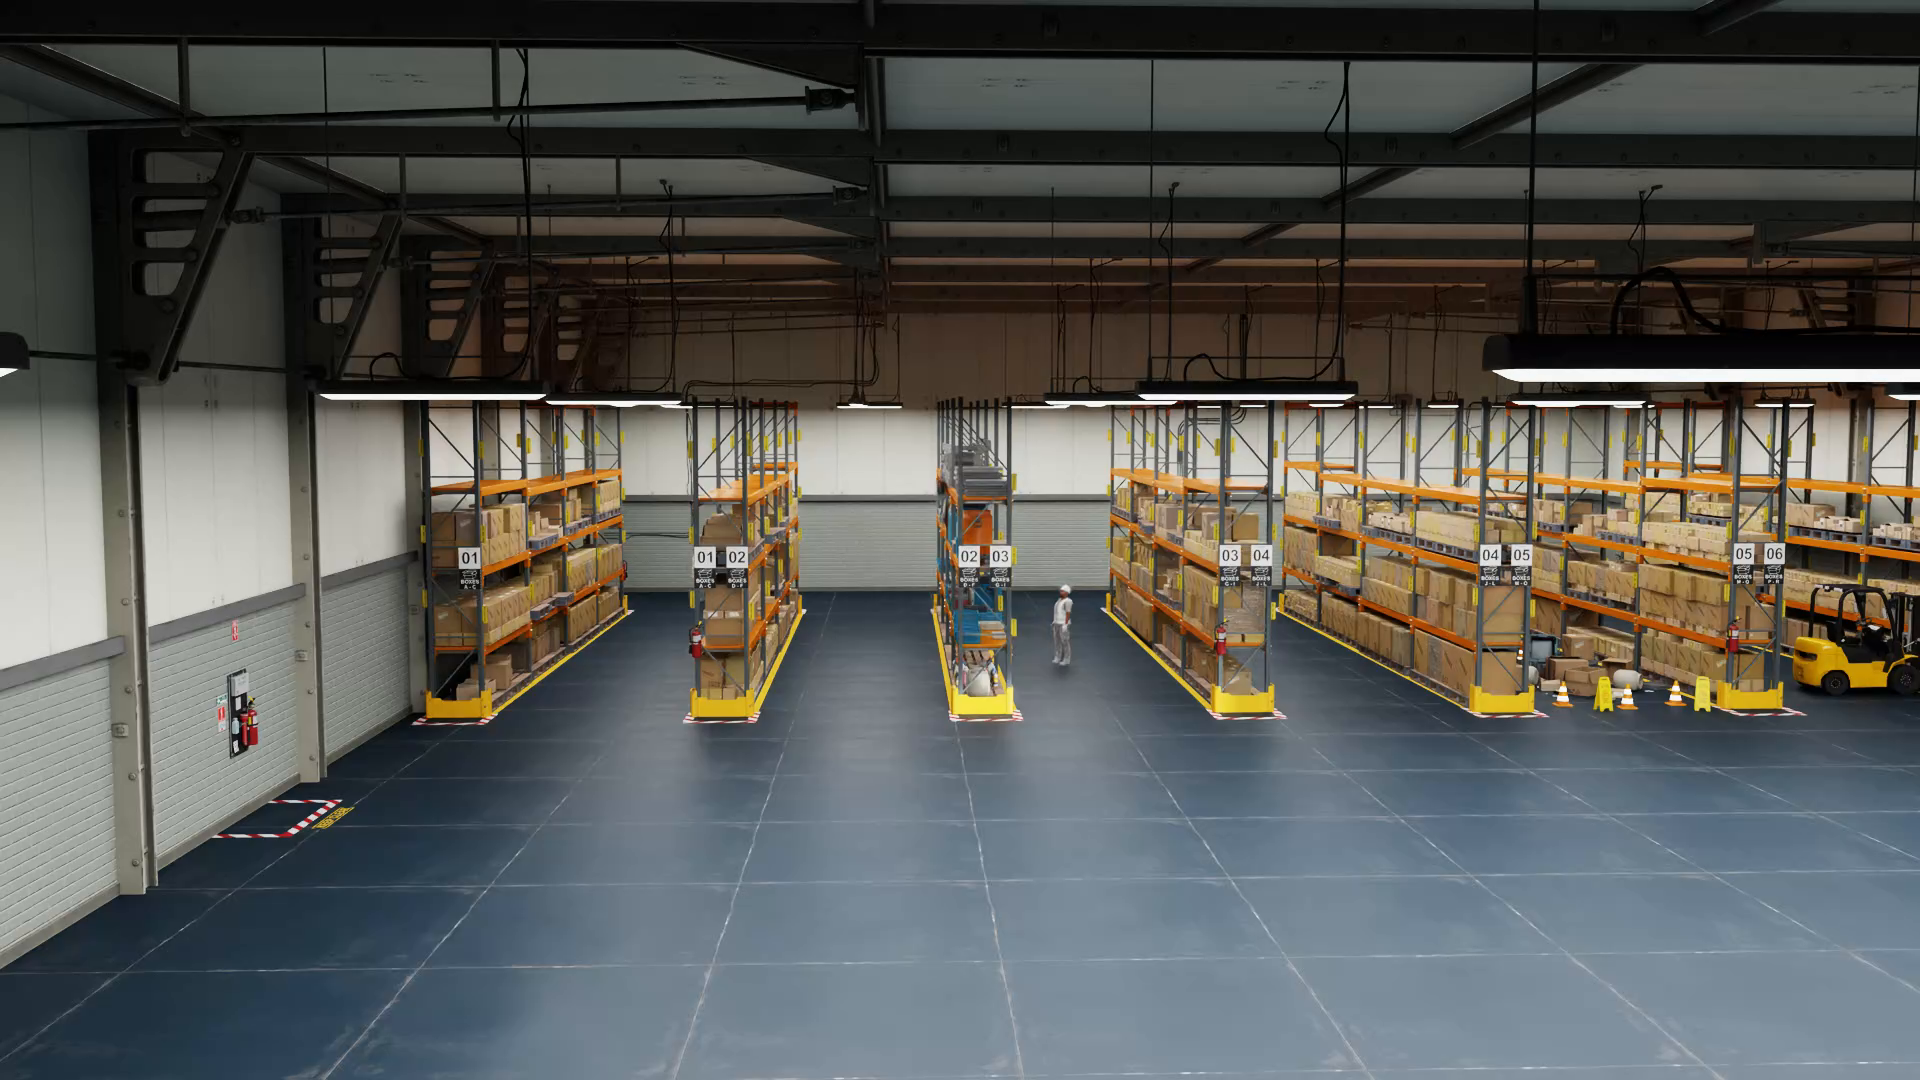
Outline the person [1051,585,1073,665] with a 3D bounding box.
[{"bbox_3d":[2.298,1.907,37.524,0.420,1.783,0.612,-3,5,-33],"label":"person"}]
